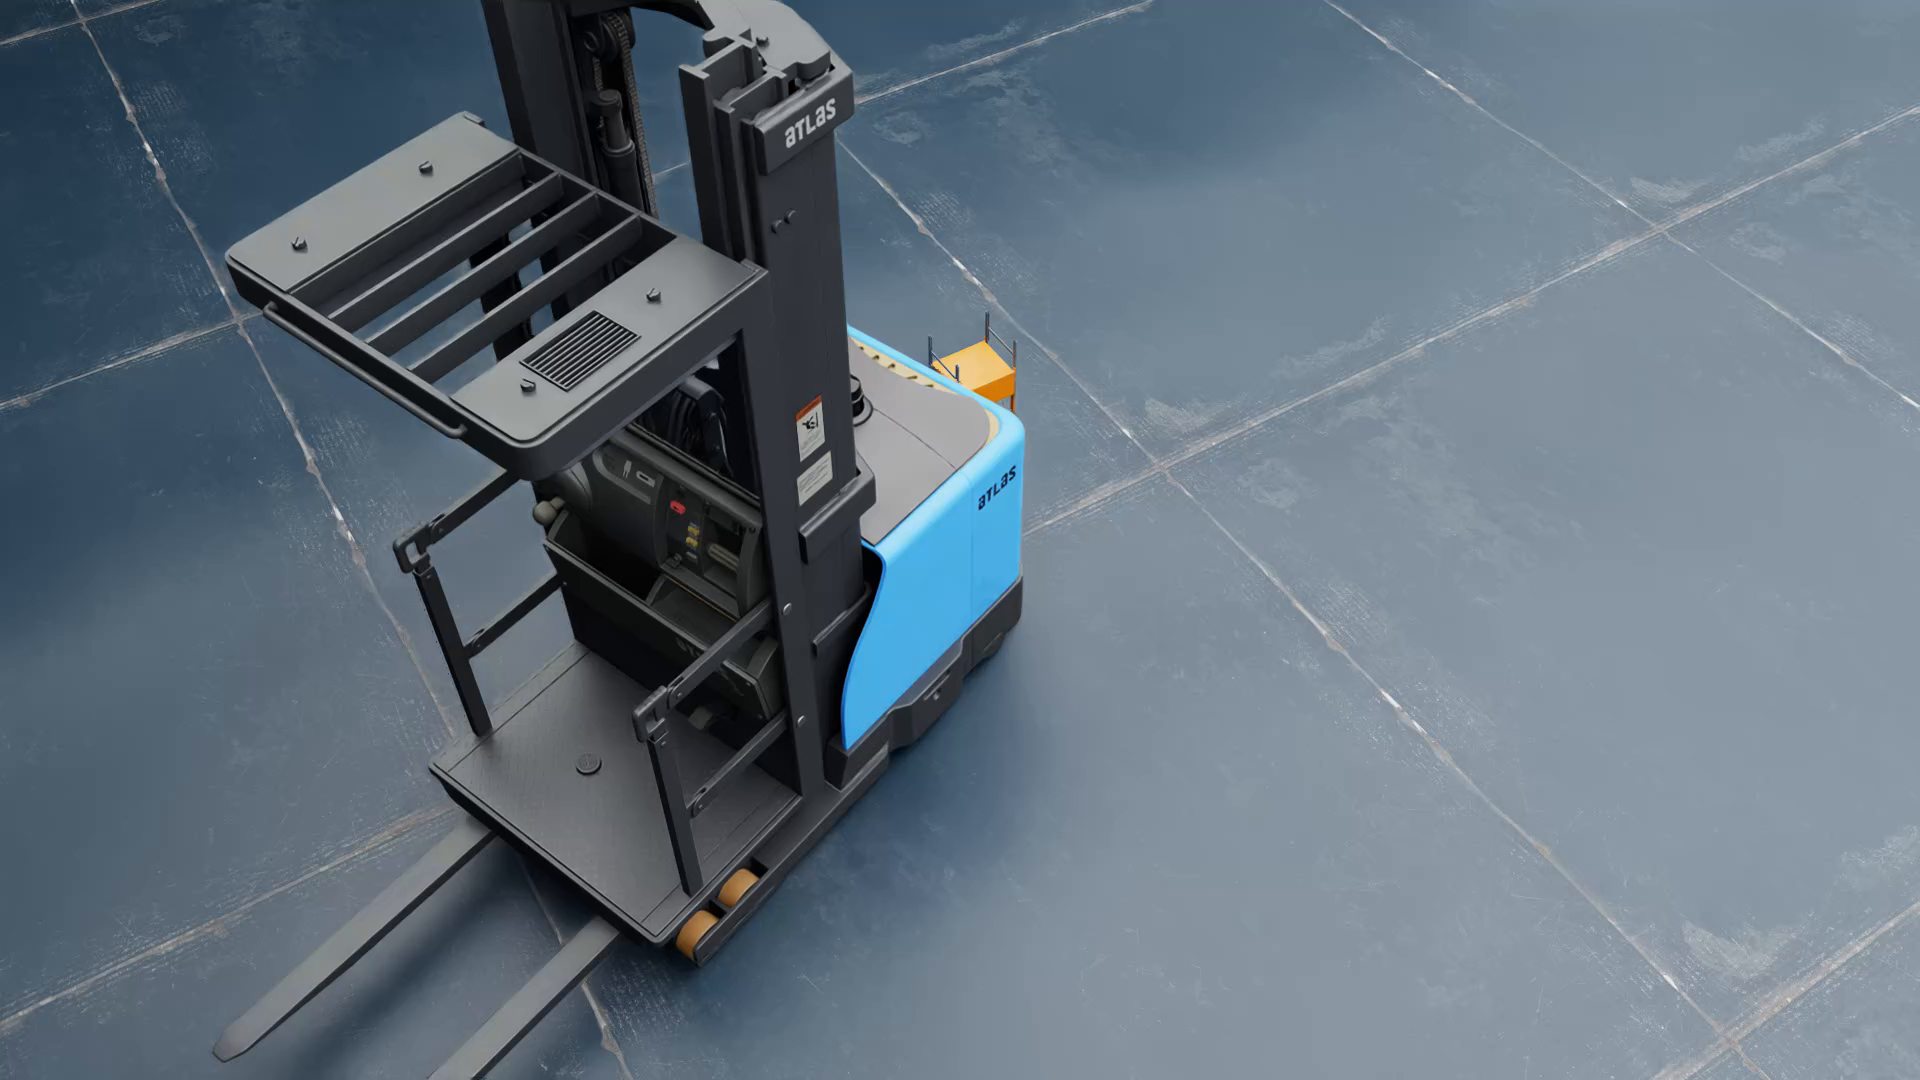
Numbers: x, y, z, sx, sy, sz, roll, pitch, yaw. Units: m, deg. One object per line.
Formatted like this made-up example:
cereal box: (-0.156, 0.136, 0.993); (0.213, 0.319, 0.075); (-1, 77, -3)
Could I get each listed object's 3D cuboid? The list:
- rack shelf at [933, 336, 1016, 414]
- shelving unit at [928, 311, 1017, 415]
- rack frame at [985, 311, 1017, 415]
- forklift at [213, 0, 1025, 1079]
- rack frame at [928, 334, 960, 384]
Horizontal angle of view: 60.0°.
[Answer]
rack shelf: (0.045, -0.552, 6.118); (0.240, 0.259, 0.215); (-25, 53, -21)
shelving unit: (0.045, -0.370, 6.322); (0.252, 1.050, 0.215); (-25, 53, -21)
rack frame: (0.148, -0.419, 6.366); (0.008, 1.050, 0.200); (-25, 53, -21)
forklift: (-1.067, -0.021, 4.751); (1.130, 2.935, 3.031); (30, 55, 24)
rack frame: (-0.058, -0.322, 6.279); (0.008, 1.050, 0.200); (-25, 53, -21)
